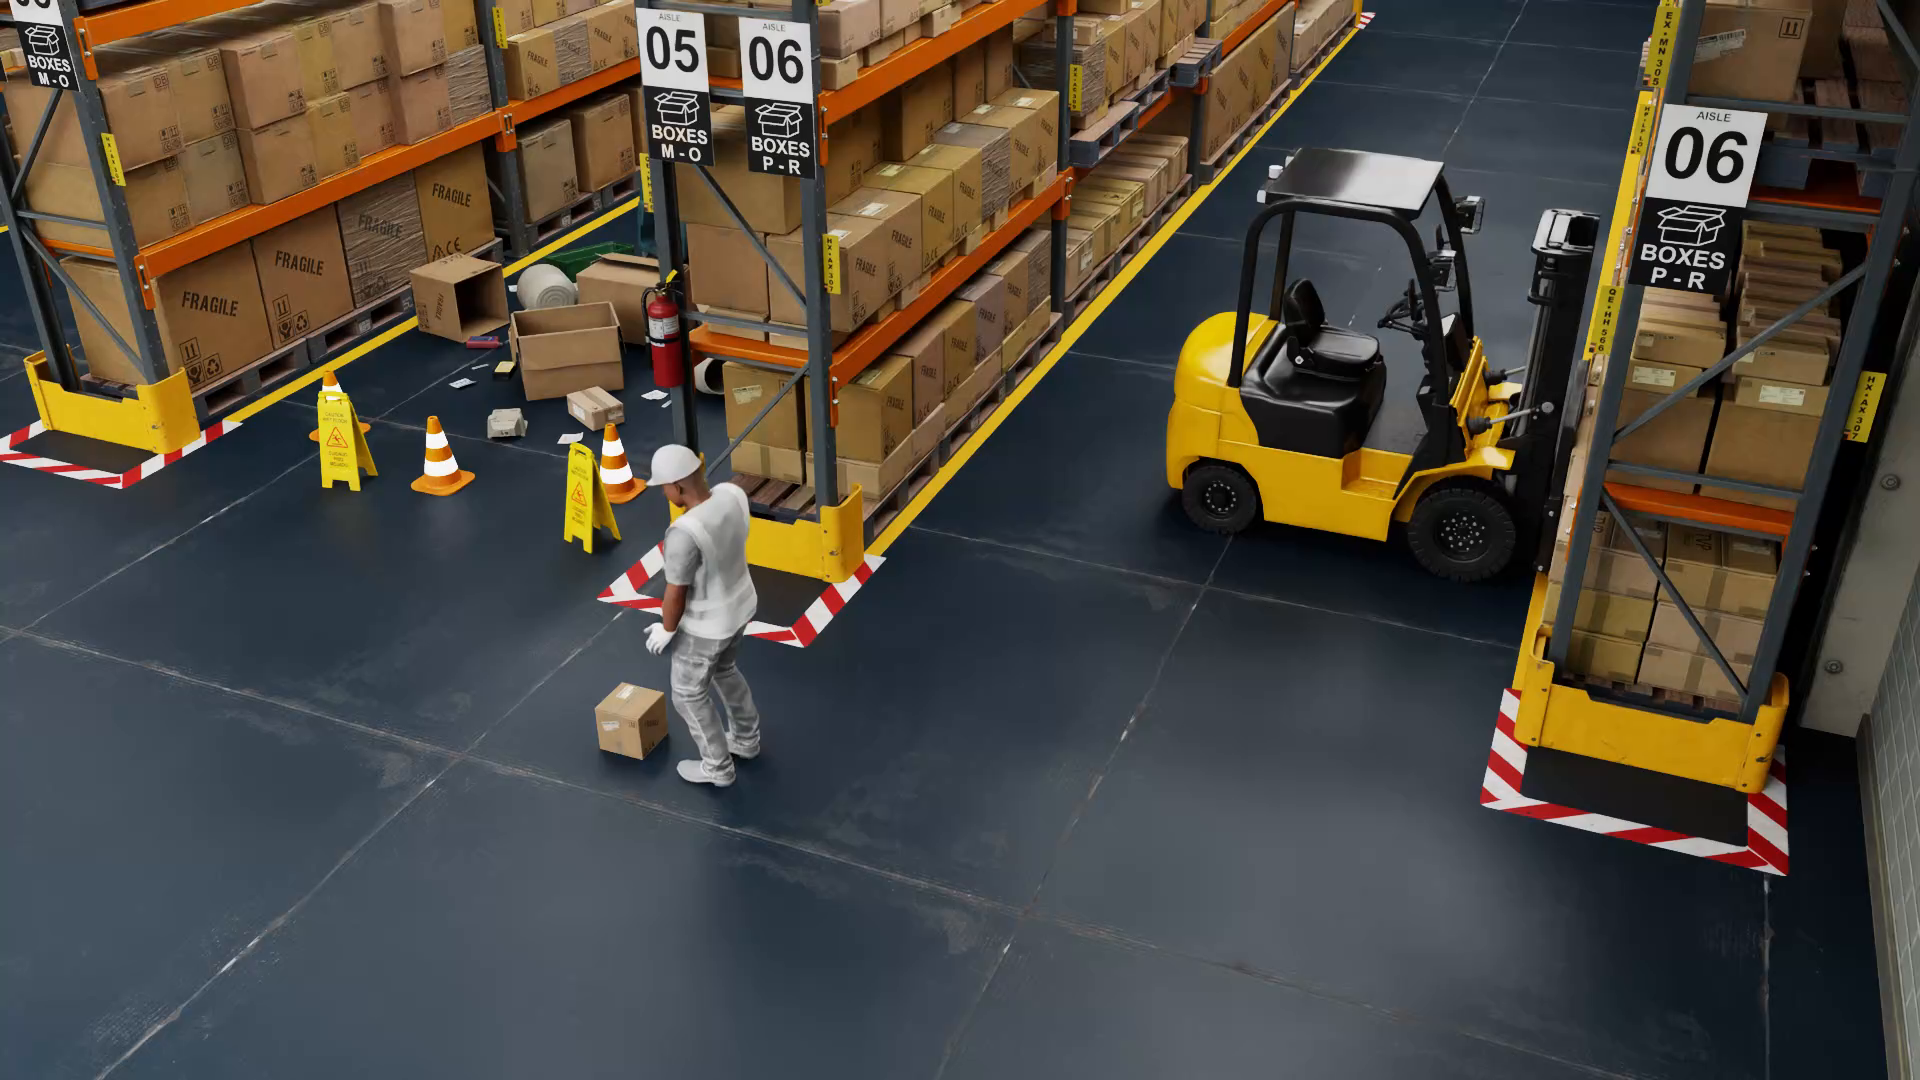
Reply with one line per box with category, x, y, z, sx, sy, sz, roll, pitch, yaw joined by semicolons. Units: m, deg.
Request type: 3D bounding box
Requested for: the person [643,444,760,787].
person;-1.200;0.358;7.783;0.427;1.748;0.566;12;32;21
